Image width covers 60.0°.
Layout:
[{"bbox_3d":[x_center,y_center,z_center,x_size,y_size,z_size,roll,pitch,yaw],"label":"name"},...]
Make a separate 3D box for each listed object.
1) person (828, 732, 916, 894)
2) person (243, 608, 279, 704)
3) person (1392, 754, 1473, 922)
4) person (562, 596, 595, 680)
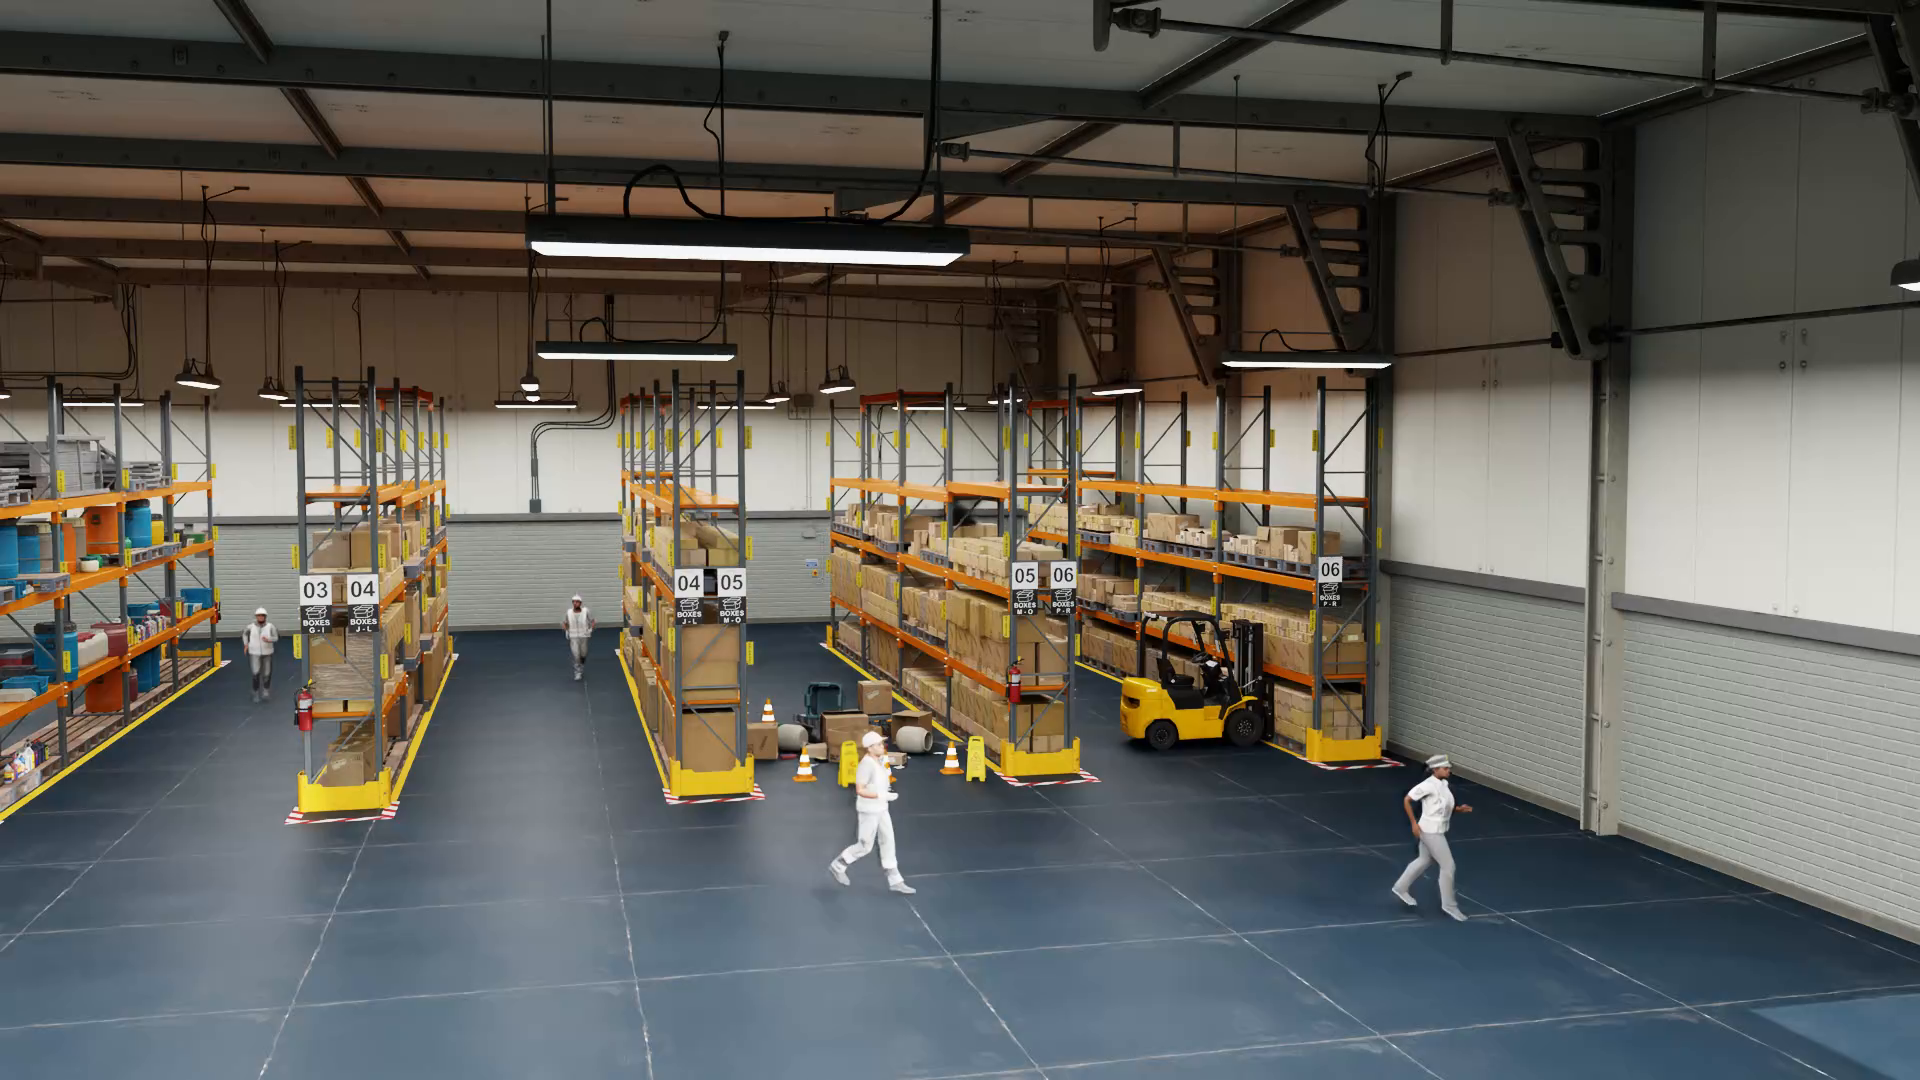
[{"bbox_3d":[-0.975,2.996,18.312,1.008,1.778,0.648,1,4,20],"label":"person"},{"bbox_3d":[-13.408,2.218,31.902,0.624,1.834,0.759,-2,4,-25],"label":"person"},{"bbox_3d":[4.974,3.101,17.521,0.846,1.738,0.547,2,4,32],"label":"person"},{"bbox_3d":[-8.029,2.047,35.027,0.675,1.758,0.664,-1,3,-10],"label":"person"}]
